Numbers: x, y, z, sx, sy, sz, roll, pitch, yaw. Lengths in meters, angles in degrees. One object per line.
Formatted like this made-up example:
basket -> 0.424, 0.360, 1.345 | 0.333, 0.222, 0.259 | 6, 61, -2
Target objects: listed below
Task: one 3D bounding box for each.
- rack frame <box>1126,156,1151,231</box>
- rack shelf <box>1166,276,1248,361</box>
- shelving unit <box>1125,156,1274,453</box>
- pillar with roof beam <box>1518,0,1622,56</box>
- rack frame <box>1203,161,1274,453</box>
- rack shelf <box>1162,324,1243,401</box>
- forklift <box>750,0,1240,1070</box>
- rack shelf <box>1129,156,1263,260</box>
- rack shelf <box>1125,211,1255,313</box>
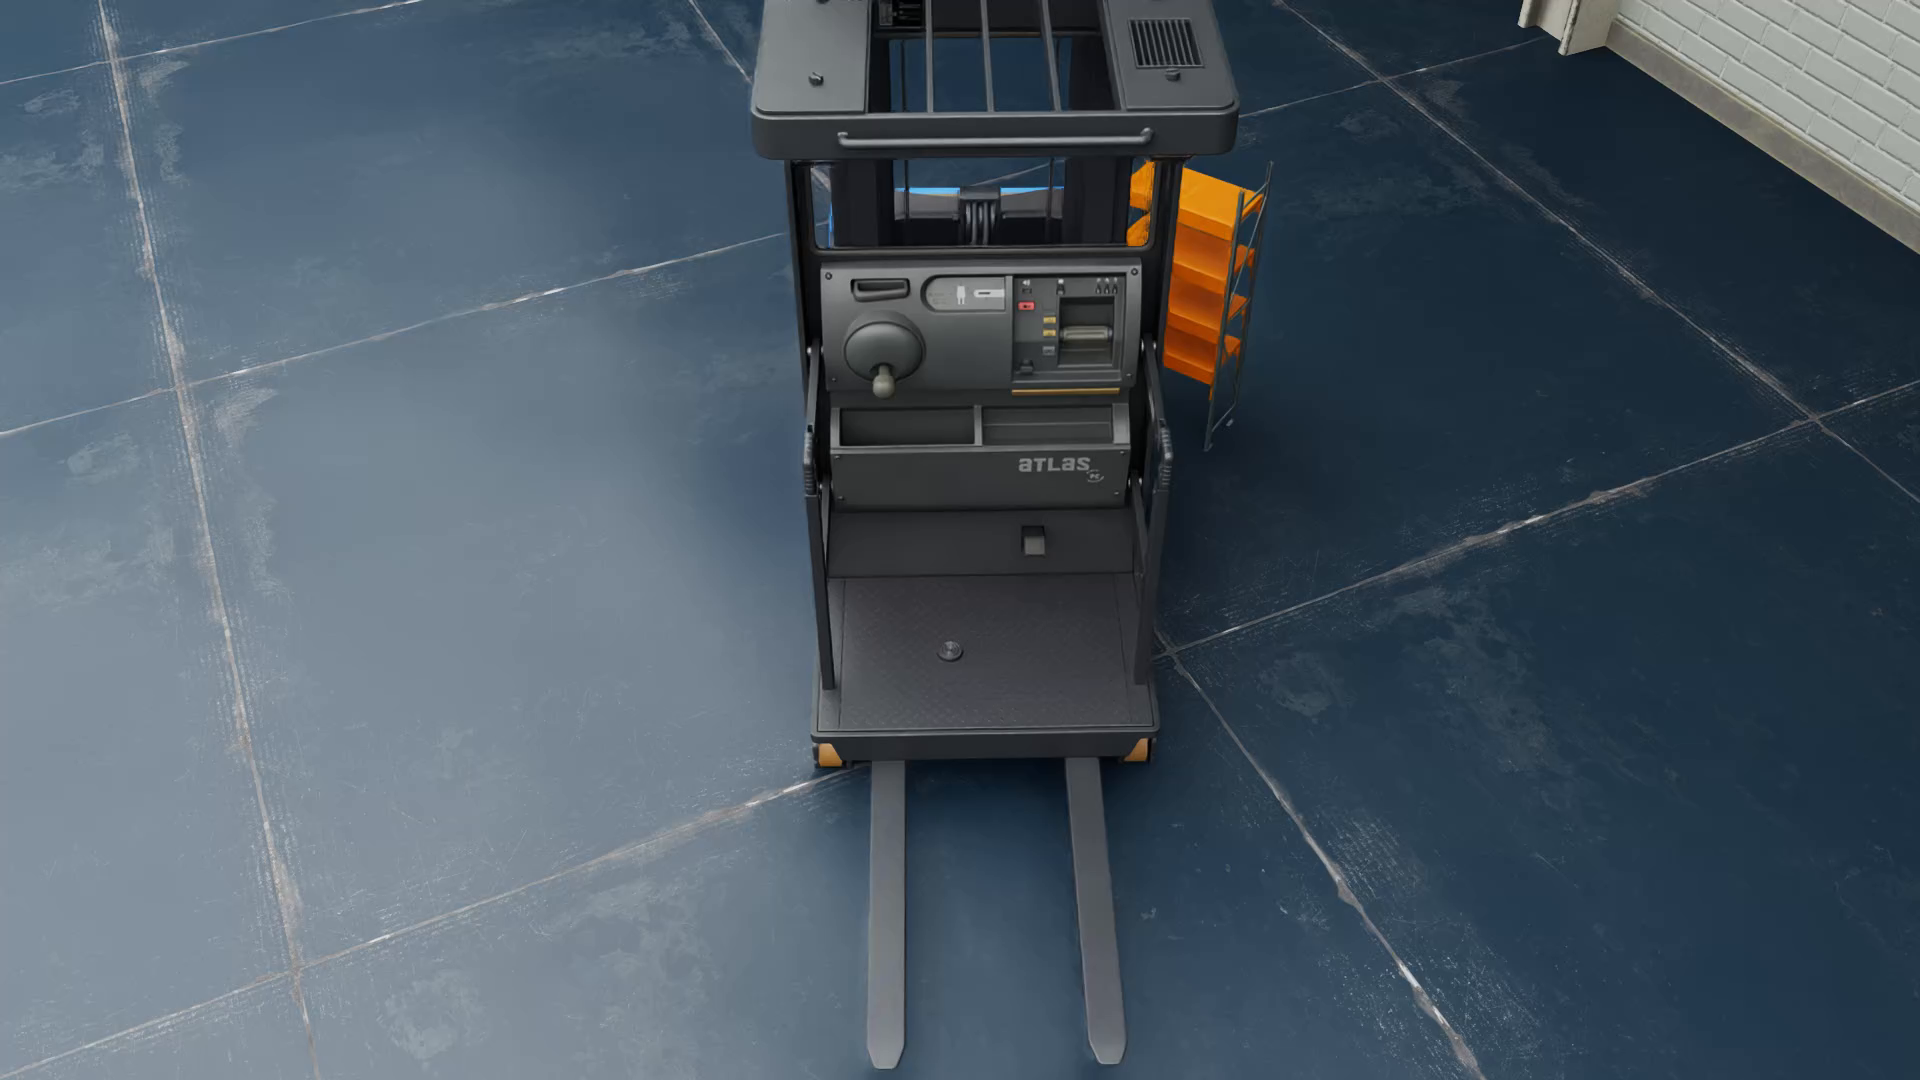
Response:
rack frame -> 0.639, -1.040, 6.450 | 0.015, 1.200, 0.240 | 26, 50, 24
rack shelf -> 0.840, -0.895, 6.399 | 0.480, 0.148, 0.258 | 26, 50, 24
shelving unit -> 0.840, -0.943, 6.351 | 0.503, 1.200, 0.258 | 26, 50, 24
pillar with roof beam -> -0.628, -4.685, 4.591 | 9.100, 9.000, 0.400 | -18, 47, -17
rack frame -> 1.041, -0.846, 6.253 | 0.015, 1.200, 0.240 | 26, 50, 24
rack shelf -> 0.840, -0.754, 6.538 | 0.480, 0.148, 0.258 | 26, 50, 24
forklift -> 0.070, -0.525, 4.696 | 1.130, 2.935, 3.031 | -1, 45, -1
rack shelf -> 0.840, -1.223, 6.075 | 0.480, 0.148, 0.258 | 26, 50, 24
rack shelf -> 0.840, -1.054, 6.242 | 0.480, 0.148, 0.258 | 26, 50, 24
